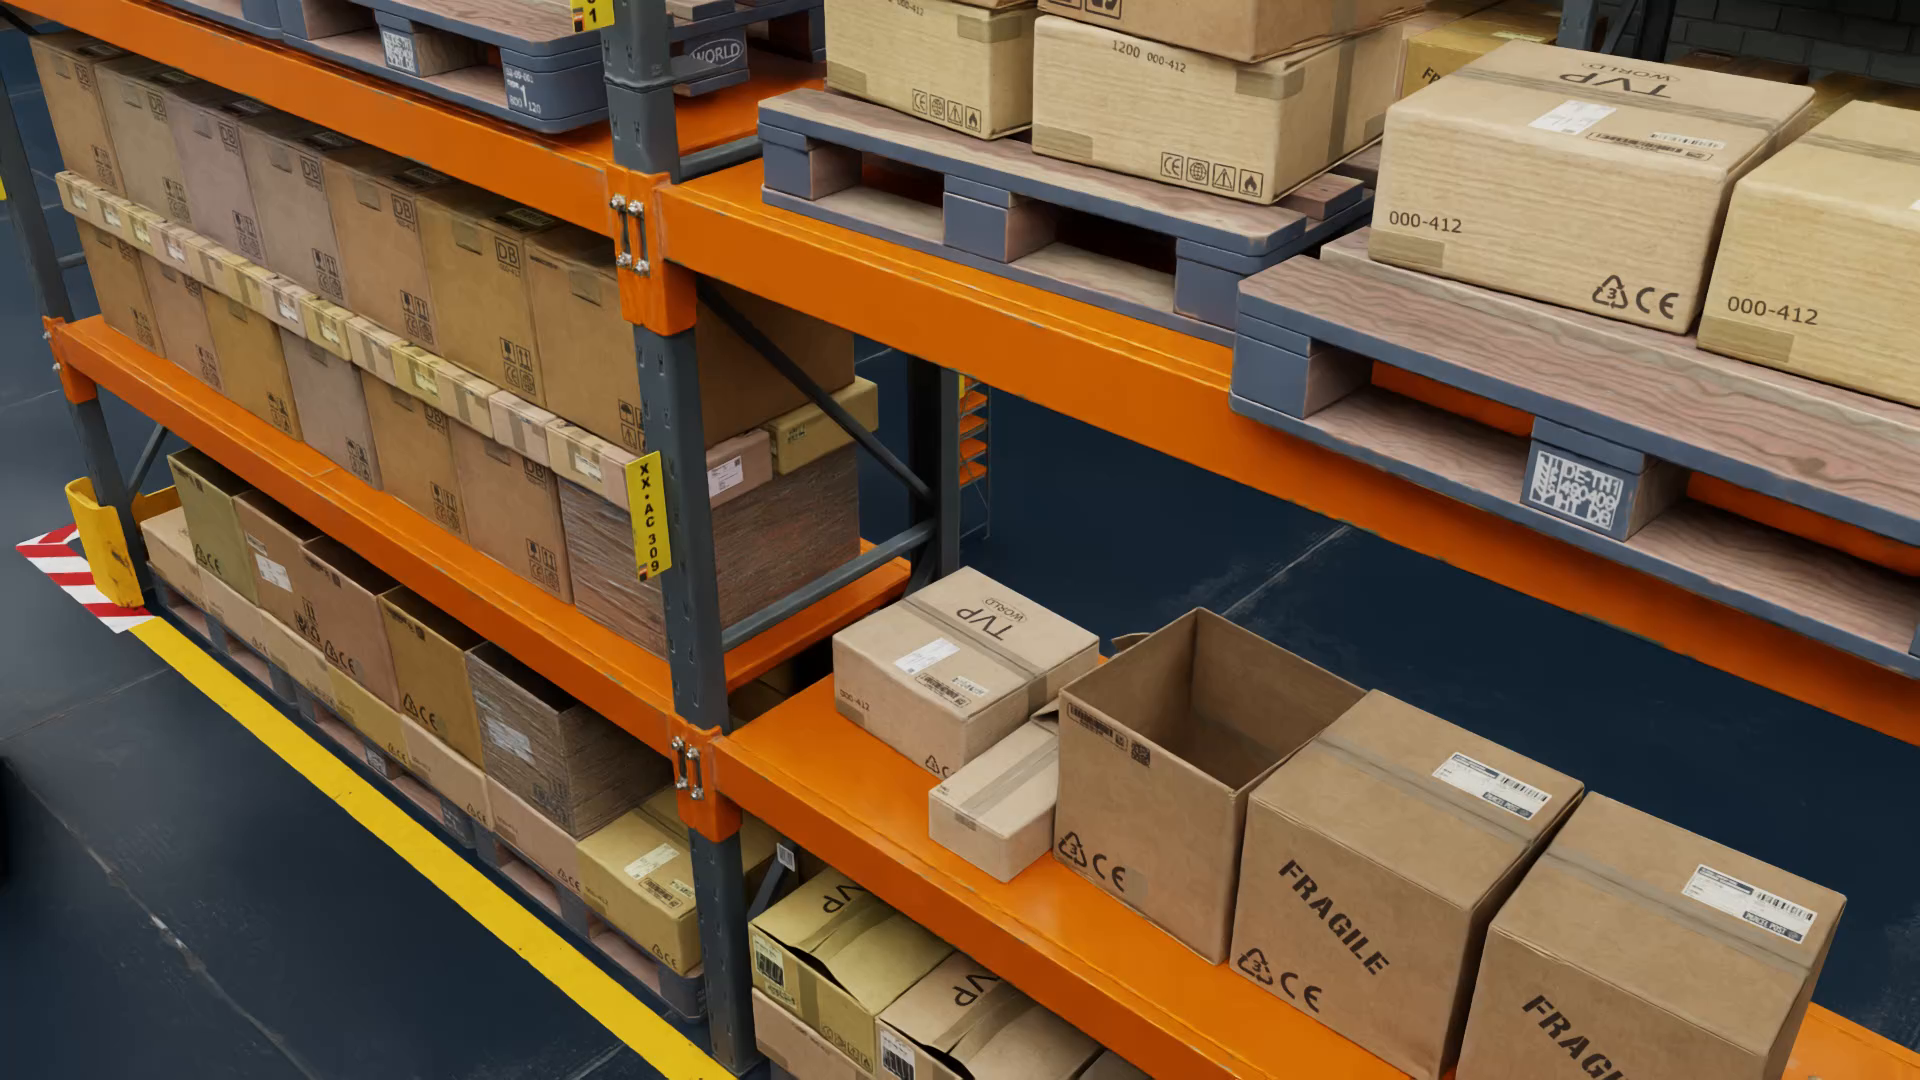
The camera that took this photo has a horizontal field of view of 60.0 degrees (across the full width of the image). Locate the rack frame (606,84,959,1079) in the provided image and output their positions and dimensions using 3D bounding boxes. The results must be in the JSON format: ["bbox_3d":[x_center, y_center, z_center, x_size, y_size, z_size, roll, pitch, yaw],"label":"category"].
[{"bbox_3d":[-0.380,0.137,4.614,0.127,3.000,1.000,25,39,35],"label":"rack frame"}]

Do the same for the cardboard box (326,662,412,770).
[{"bbox_3d":[-1.986,0.541,6.201,0.500,0.250,0.500,25,39,35],"label":"cardboard box"}]

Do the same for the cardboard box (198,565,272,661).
[{"bbox_3d":[-2.724,0.193,6.780,0.500,0.250,0.500,25,39,35],"label":"cardboard box"}]

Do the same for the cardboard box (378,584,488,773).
[{"bbox_3d":[-1.606,0.388,5.729,0.500,0.500,0.500,25,39,35],"label":"cardboard box"}]

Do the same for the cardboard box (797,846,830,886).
[{"bbox_3d":[-0.520,0.859,5.674,0.500,0.250,0.500,25,39,35],"label":"cardboard box"}]

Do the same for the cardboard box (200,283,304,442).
[{"bbox_3d":[-2.251,-0.770,6.023,0.500,0.500,0.700,25,39,35],"label":"cardboard box"}]

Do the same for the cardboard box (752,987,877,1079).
[{"bbox_3d":[-0.247,1.370,4.825,0.500,0.250,0.500,24,38,34],"label":"cardboard box"}]

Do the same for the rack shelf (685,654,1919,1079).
[{"bbox_3d":[1.103,1.138,3.650,4.000,0.370,1.077,25,39,35],"label":"rack shelf"}]

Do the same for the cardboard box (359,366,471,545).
[{"bbox_3d":[-1.478,-0.412,5.429,0.500,0.500,0.700,26,39,36],"label":"cardboard box"}]

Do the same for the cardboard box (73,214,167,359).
[{"bbox_3d":[-3.008,-1.124,6.611,0.500,0.500,0.700,25,39,35],"label":"cardboard box"}]

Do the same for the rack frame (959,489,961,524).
[{"bbox_3d":[-0.079,-0.551,7.501,0.006,1.200,0.240,25,39,35],"label":"rack frame"}]

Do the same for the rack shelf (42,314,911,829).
[{"bbox_3d":[-1.863,-0.247,5.949,4.000,0.370,1.077,25,39,35],"label":"rack shelf"}]

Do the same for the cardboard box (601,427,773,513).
[{"bbox_3d":[-0.725,-0.196,4.441,0.250,0.149,0.380,25,39,35],"label":"cardboard box"}]

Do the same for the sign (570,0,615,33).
[{"bbox_3d":[-0.751,-1.191,3.333,0.005,0.325,0.100,25,39,35],"label":"sign"}]

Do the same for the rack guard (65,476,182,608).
[{"bbox_3d":[-3.363,-0.185,7.572,0.348,0.500,1.175,25,39,35],"label":"rack guard"}]

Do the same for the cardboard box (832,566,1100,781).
[{"bbox_3d":[0.015,0.355,4.397,0.500,0.250,0.500,-27,40,-37],"label":"cardboard box"}]

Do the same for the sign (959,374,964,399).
[{"bbox_3d":[-0.023,-0.536,4.686,0.005,0.325,0.100,25,39,35],"label":"sign"}]

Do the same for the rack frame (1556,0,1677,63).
[{"bbox_3d":[2.942,-1.758,7.763,0.127,3.000,1.000,25,39,35],"label":"rack frame"}]

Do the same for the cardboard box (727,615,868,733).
[{"bbox_3d":[-0.513,0.534,5.487,0.500,0.500,0.500,25,39,35],"label":"cardboard box"}]

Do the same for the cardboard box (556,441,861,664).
[{"bbox_3d":[-0.713,-0.057,4.839,0.500,0.500,0.700,24,38,34],"label":"cardboard box"}]

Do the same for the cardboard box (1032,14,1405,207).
[{"bbox_3d":[0.480,-0.858,3.096,0.500,0.250,0.500,21,37,31],"label":"cardboard box"}]

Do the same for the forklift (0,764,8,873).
[{"bbox_3d":[-4.836,0.097,4.748,3.031,2.935,1.130,-16,34,-24],"label":"forklift"}]

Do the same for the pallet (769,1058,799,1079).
[{"bbox_3d":[0.193,1.572,4.934,1.213,0.211,1.003,25,39,35],"label":"pallet"}]

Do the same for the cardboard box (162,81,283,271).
[{"bbox_3d":[-2.201,-1.307,5.658,0.500,0.500,0.700,25,39,35],"label":"cardboard box"}]

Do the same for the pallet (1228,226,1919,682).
[{"bbox_3d":[1.192,-0.269,2.564,1.213,0.211,1.003,27,40,37],"label":"pallet"}]

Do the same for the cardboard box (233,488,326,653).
[{"bbox_3d":[-2.346,0.041,6.306,0.500,0.500,0.500,25,39,35],"label":"cardboard box"}]

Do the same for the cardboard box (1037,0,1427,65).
[{"bbox_3d":[0.489,-1.168,2.885,0.500,0.500,0.500,-25,39,-35],"label":"cardboard box"}]

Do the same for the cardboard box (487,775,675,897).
[{"bbox_3d":[-1.234,0.882,5.636,0.500,0.250,0.500,25,39,35],"label":"cardboard box"}]

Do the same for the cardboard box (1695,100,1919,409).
[{"bbox_3d":[1.395,-0.392,2.322,0.500,0.250,0.500,24,39,34],"label":"cardboard box"}]

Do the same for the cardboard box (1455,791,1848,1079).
[{"bbox_3d":[1.331,0.904,3.243,0.500,0.500,0.500,23,38,33],"label":"cardboard box"}]

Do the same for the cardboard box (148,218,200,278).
[{"bbox_3d":[-2.632,-1.084,5.917,0.250,0.149,0.380,24,39,34],"label":"cardboard box"}]

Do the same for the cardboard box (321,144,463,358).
[{"bbox_3d":[-1.459,-0.961,5.083,0.500,0.500,0.700,25,39,35],"label":"cardboard box"}]

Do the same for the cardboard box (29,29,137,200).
[{"bbox_3d":[-2.969,-1.661,6.246,0.500,0.500,0.700,25,39,35],"label":"cardboard box"}]

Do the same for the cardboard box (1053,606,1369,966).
[{"bbox_3d":[0.569,0.549,3.833,0.500,0.500,0.500,-26,40,-36],"label":"cardboard box"}]

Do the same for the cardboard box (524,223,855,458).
[{"bbox_3d":[-0.713,-0.613,4.504,0.500,0.500,0.700,25,39,35],"label":"cardboard box"}]

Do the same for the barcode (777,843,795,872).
[{"bbox_3d":[-0.470,0.856,4.486,0.075,0.075,0.001,25,39,35],"label":"barcode"}]

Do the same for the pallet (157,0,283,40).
[{"bbox_3d":[-1.930,-1.818,5.038,1.213,0.211,1.003,25,39,35],"label":"pallet"}]

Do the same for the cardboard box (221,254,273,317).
[{"bbox_3d":[-2.243,-0.905,5.619,0.250,0.149,0.380,24,39,35],"label":"cardboard box"}]

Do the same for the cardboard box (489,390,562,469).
[{"bbox_3d":[-1.103,-0.372,4.733,0.250,0.149,0.380,24,38,34],"label":"cardboard box"}]

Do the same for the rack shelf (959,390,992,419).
[{"bbox_3d":[-0.011,-0.584,7.410,0.180,0.103,0.258,25,39,35],"label":"rack shelf"}]

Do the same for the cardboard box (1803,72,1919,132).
[{"bbox_3d":[3.706,-1.604,6.983,0.700,0.500,0.500,-25,39,-35],"label":"cardboard box"}]

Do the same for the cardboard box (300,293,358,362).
[{"bbox_3d":[-1.864,-0.727,5.323,0.250,0.149,0.380,27,40,37],"label":"cardboard box"}]

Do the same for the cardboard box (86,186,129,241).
[{"bbox_3d":[-3.001,-1.259,6.208,0.250,0.149,0.380,24,38,34],"label":"cardboard box"}]

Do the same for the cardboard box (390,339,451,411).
[{"bbox_3d":[-1.478,-0.549,5.027,0.250,0.149,0.380,25,39,35],"label":"cardboard box"}]

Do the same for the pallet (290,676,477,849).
[{"bbox_3d":[-1.850,0.618,6.518,1.213,0.211,1.003,25,39,35],"label":"pallet"}]

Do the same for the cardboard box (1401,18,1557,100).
[{"bbox_3d":[2.384,-2.069,7.678,0.500,0.500,0.500,25,39,35],"label":"cardboard box"}]

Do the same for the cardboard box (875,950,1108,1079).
[{"bbox_3d":[0.127,1.309,4.383,0.500,0.311,0.500,25,39,35],"label":"cardboard box"}]

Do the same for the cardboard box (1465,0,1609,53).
[{"bbox_3d":[2.733,-2.267,8.006,0.500,0.500,0.500,24,38,34],"label":"cardboard box"}]

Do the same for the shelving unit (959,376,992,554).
[{"bbox_3d":[-0.011,-0.519,7.449,0.189,1.200,0.258,25,39,35],"label":"shelving unit"}]

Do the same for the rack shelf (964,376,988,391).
[{"bbox_3d":[-0.011,-0.687,7.348,0.180,0.103,0.258,25,39,35],"label":"rack shelf"}]
